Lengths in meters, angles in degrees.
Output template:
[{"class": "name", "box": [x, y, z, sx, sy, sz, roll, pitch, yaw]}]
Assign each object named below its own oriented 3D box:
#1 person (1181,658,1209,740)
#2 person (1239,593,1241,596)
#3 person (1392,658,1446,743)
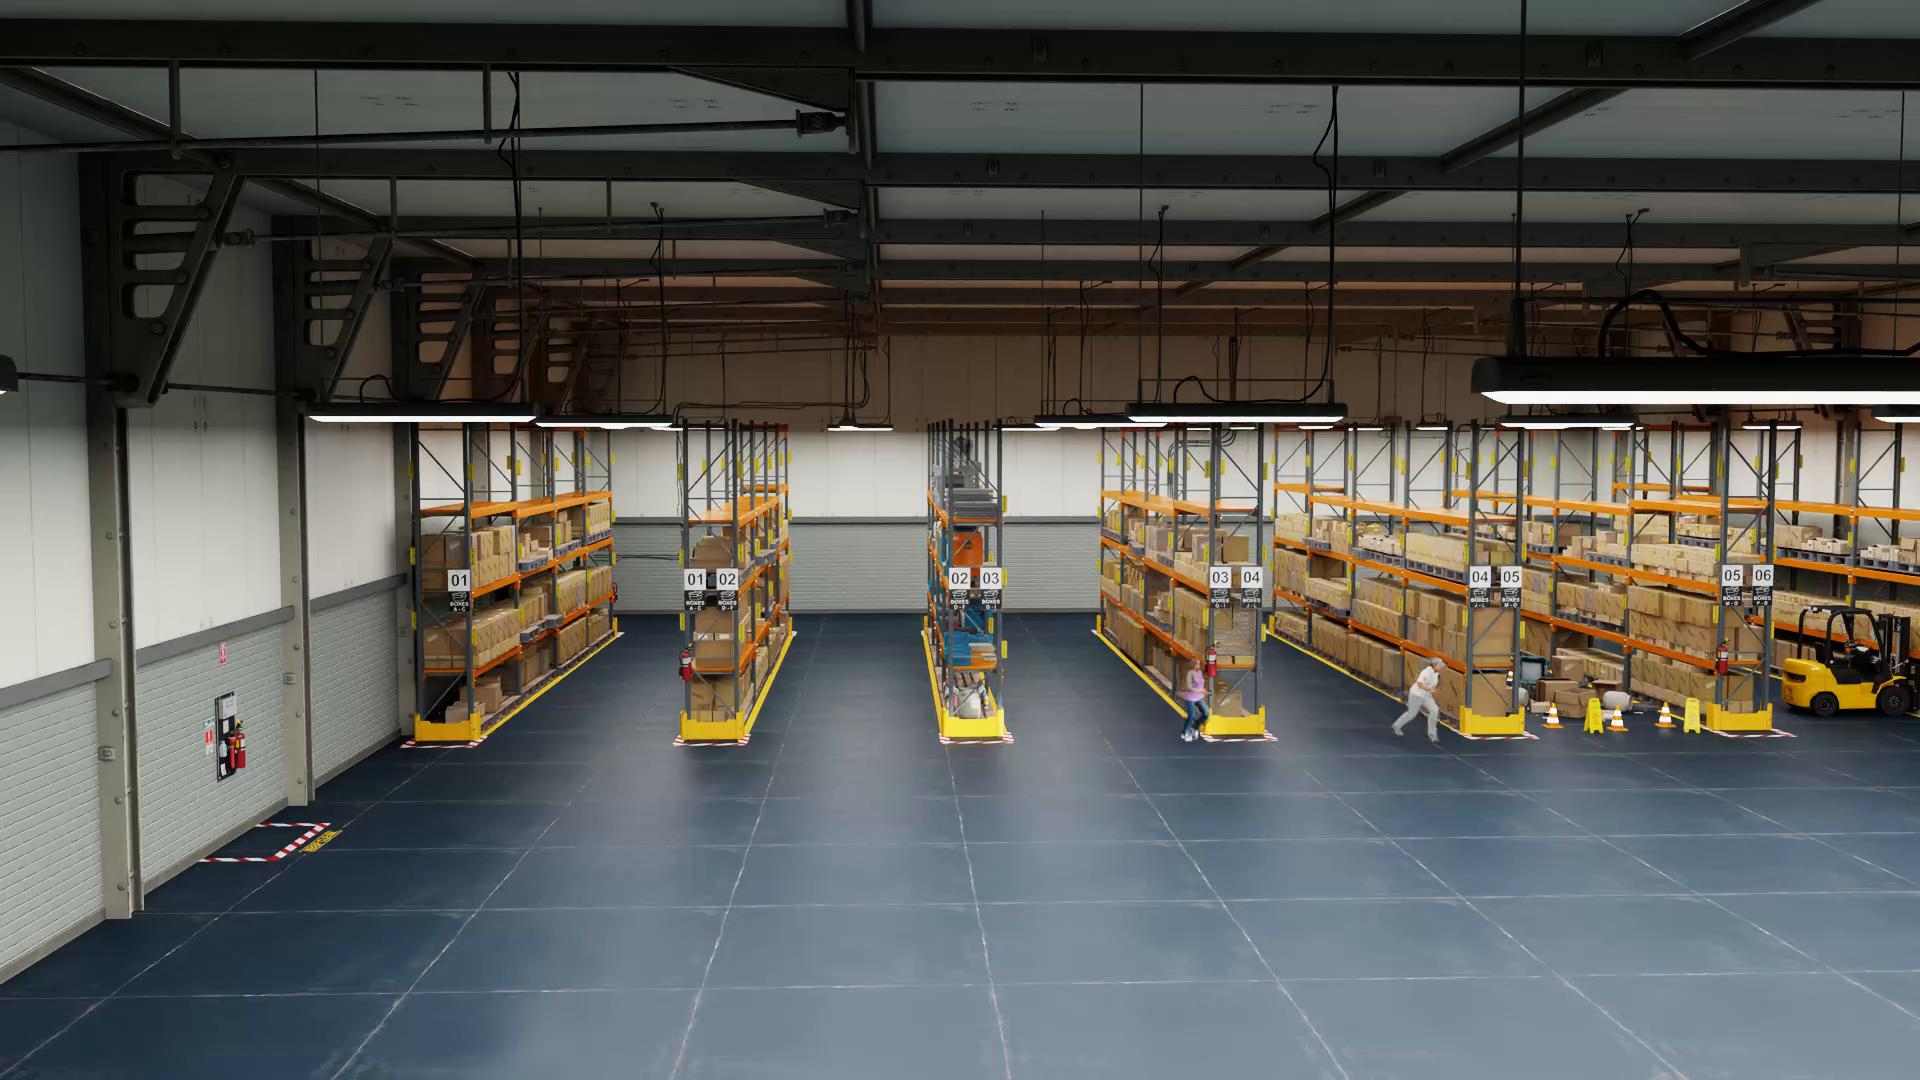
[{"class": "person", "box": [4.372, 2.954, 30.795, 0.507, 1.556, 0.701, -3, 5, -37]}, {"class": "person", "box": [7.733, 1.760, 48.125, 0.844, 1.787, 0.713, -3, 5, -37]}, {"class": "person", "box": [8.587, 2.974, 31.085, 1.033, 1.627, 0.649, 3, 5, 39]}]
